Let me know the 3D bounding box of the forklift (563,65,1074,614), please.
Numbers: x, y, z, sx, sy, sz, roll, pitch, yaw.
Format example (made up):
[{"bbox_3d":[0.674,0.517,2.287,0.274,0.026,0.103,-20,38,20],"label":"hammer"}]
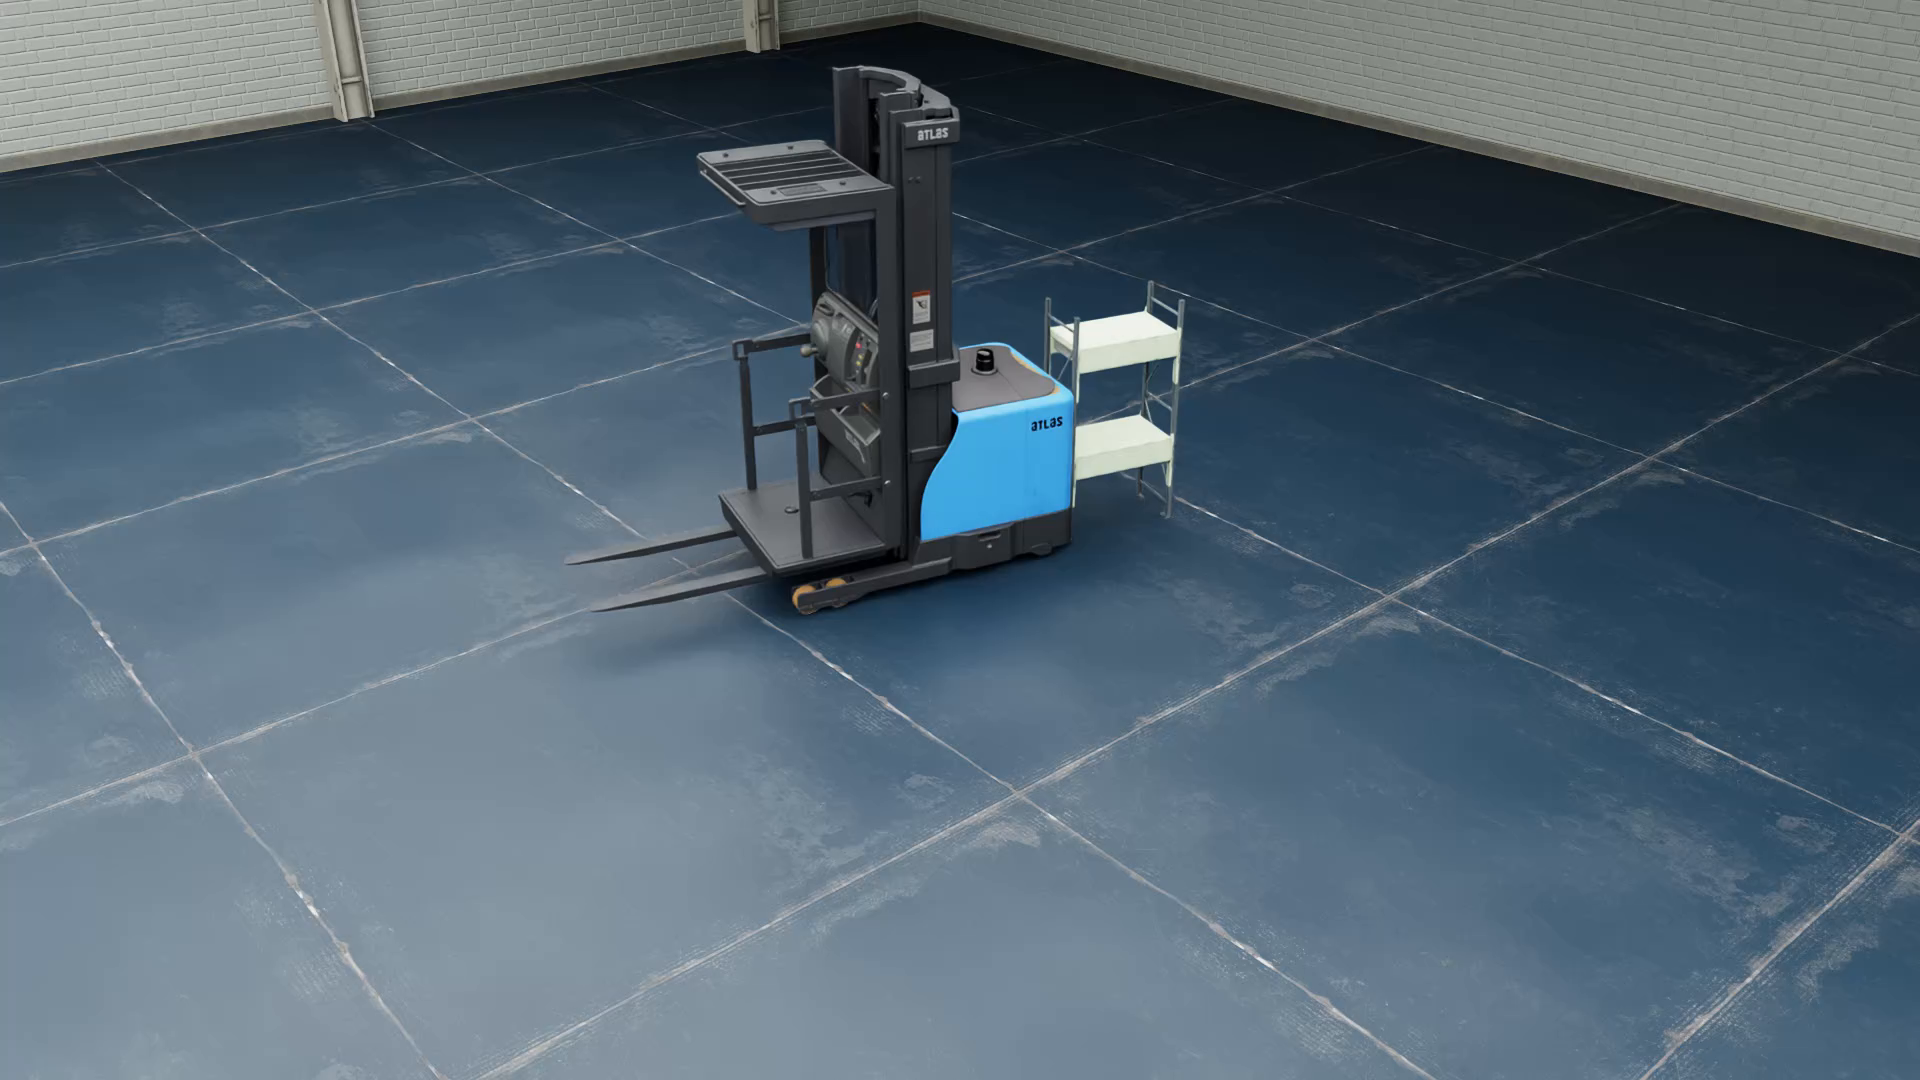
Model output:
[{"bbox_3d":[-0.857,-1.140,9.632,3.031,2.935,1.130,-12,31,-22],"label":"forklift"}]

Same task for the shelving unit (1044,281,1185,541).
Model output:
[{"bbox_3d":[0.951,-0.815,10.542,0.755,1.500,0.431,-12,31,-22],"label":"shelving unit"}]

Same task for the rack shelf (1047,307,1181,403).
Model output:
[{"bbox_3d":[0.951,-1.159,10.359,0.720,0.370,0.431,-12,31,-22],"label":"rack shelf"}]

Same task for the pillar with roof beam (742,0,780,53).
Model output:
[{"bbox_3d":[-0.015,-9.412,18.673,0.400,9.000,9.100,-22,35,-35],"label":"pillar with roof beam"}]

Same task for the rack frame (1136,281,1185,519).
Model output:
[{"bbox_3d":[1.282,-0.889,10.680,0.023,1.500,0.400,-12,31,-22],"label":"rack frame"}]

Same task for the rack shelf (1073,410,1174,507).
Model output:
[{"bbox_3d":[0.951,-0.528,10.696,0.720,0.370,0.431,-12,31,-22],"label":"rack shelf"}]

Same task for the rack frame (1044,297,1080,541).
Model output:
[{"bbox_3d":[0.619,-0.742,10.405,0.023,1.500,0.400,-12,31,-22],"label":"rack frame"}]

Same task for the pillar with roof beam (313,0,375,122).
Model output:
[{"bbox_3d":[-4.580,-7.577,15.239,0.400,9.000,9.100,-22,35,-35],"label":"pillar with roof beam"}]
